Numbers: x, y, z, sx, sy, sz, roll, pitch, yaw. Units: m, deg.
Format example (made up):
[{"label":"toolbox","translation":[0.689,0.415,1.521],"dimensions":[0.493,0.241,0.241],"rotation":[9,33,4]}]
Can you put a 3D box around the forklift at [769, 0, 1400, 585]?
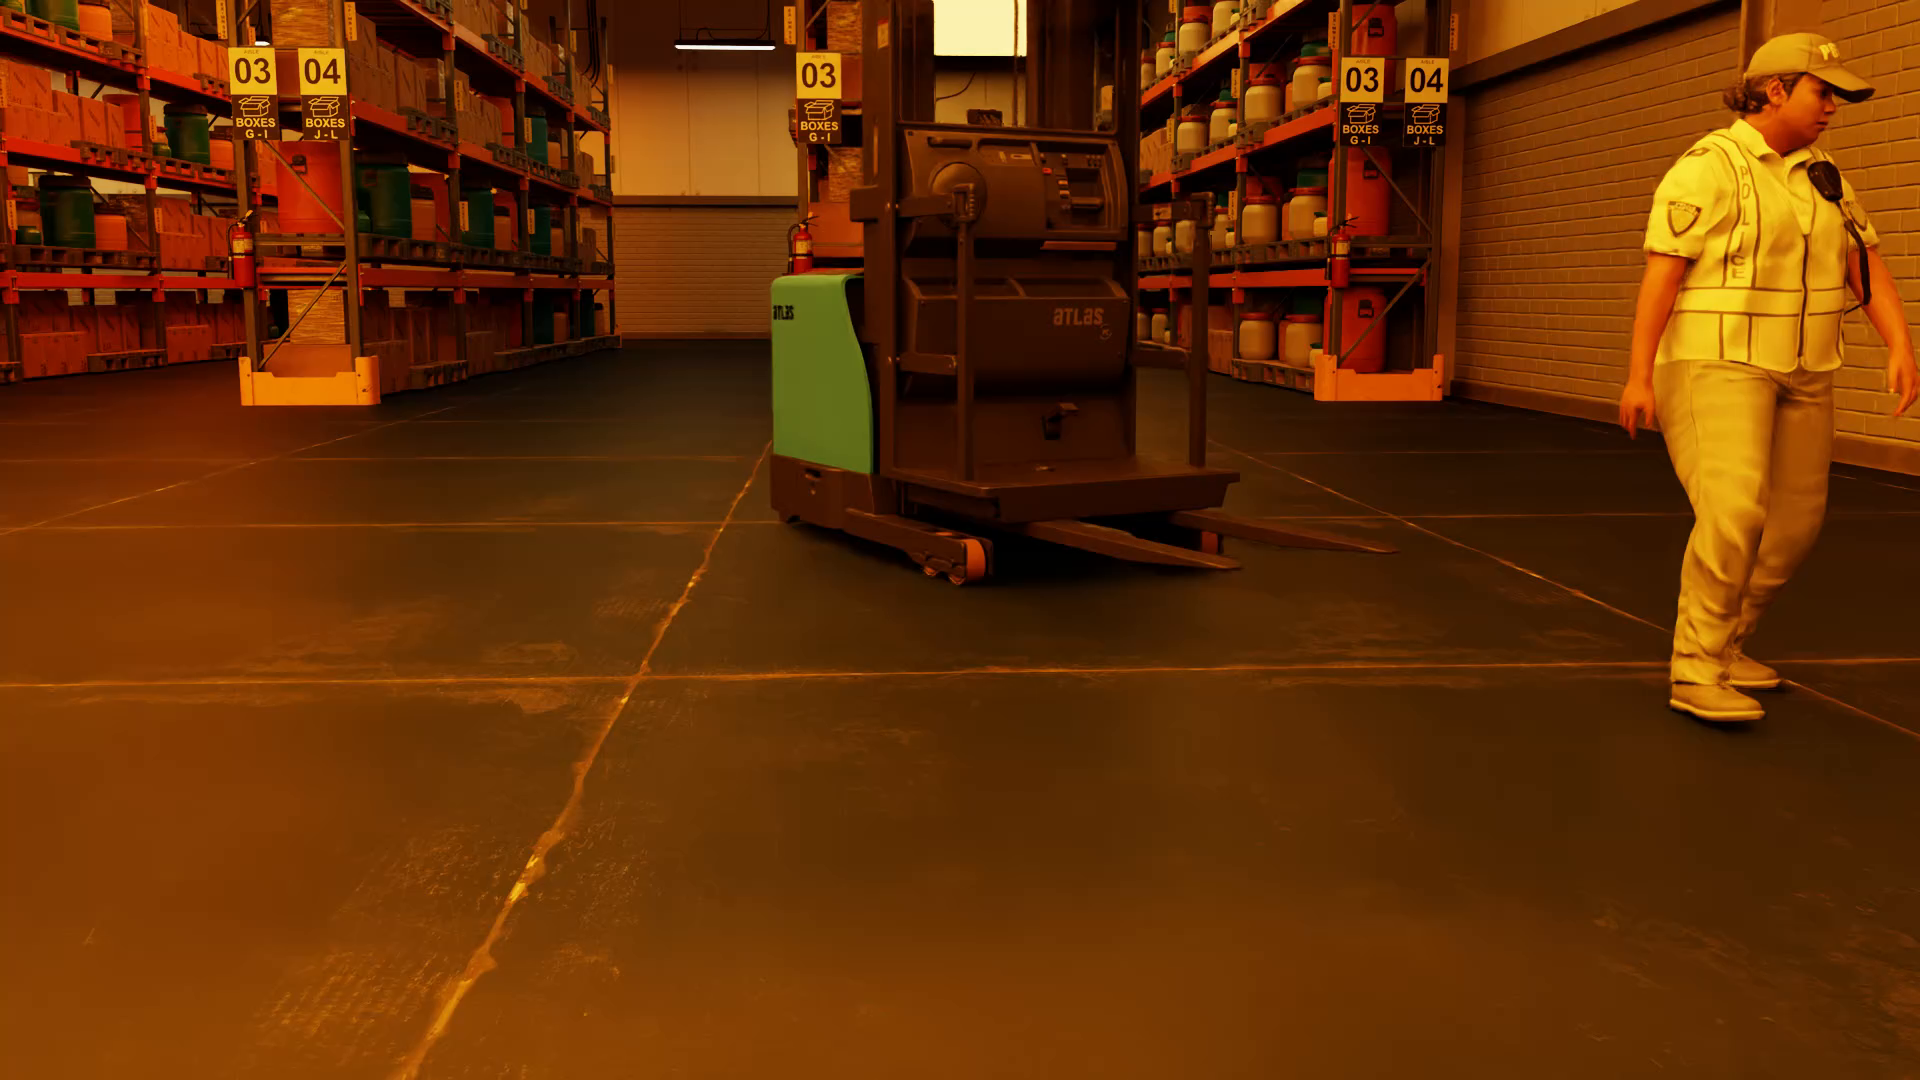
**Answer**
[{"label":"forklift","translation":[0.323,-1.368,6.041],"dimensions":[1.130,2.935,3.031],"rotation":[-5,10,-28]}]

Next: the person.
[{"label":"person","translation":[1.906,-0.397,4.027],"dimensions":[0.601,1.614,0.647],"rotation":[-3,9,-18]}]
